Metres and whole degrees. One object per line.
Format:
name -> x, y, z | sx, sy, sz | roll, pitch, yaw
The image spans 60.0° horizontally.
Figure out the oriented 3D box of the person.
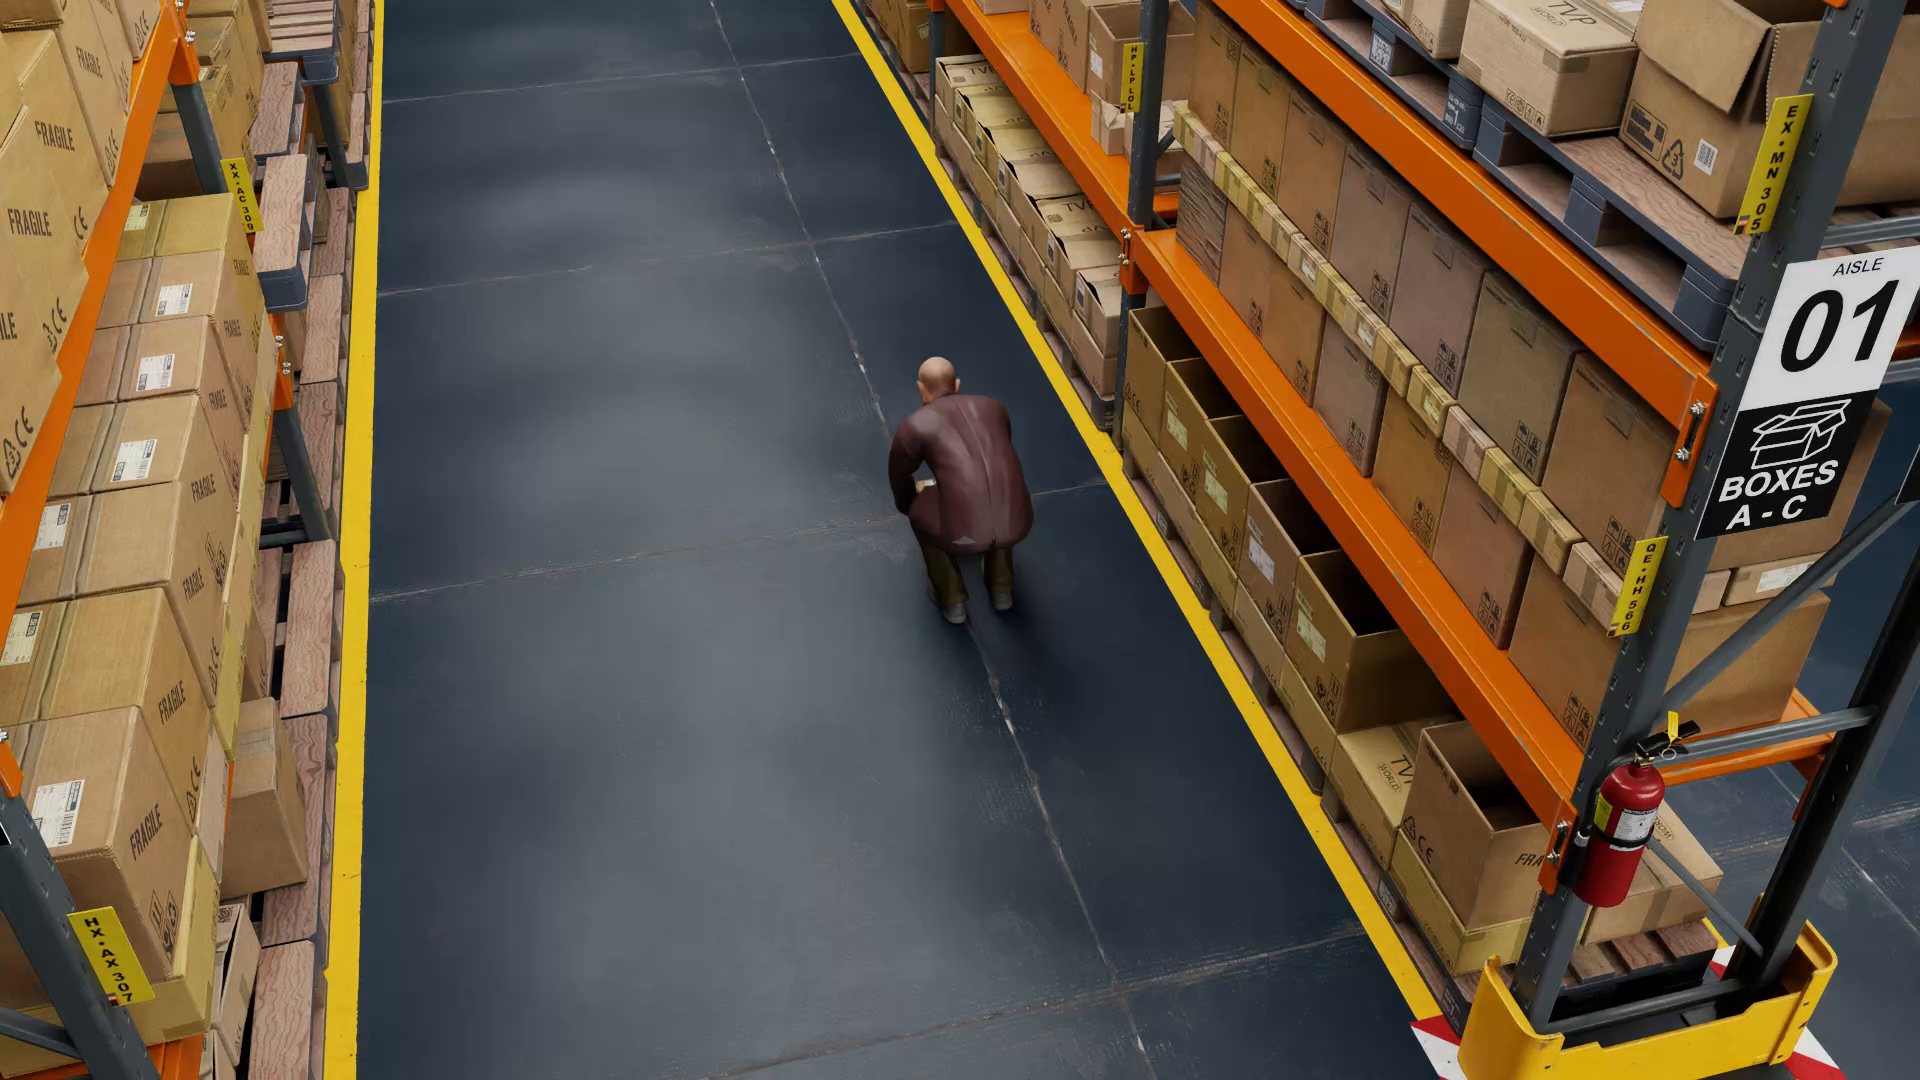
person -> 0.011, -0.207, 7.579 | 0.611, 1.066, 0.879 | -9, 39, -11
